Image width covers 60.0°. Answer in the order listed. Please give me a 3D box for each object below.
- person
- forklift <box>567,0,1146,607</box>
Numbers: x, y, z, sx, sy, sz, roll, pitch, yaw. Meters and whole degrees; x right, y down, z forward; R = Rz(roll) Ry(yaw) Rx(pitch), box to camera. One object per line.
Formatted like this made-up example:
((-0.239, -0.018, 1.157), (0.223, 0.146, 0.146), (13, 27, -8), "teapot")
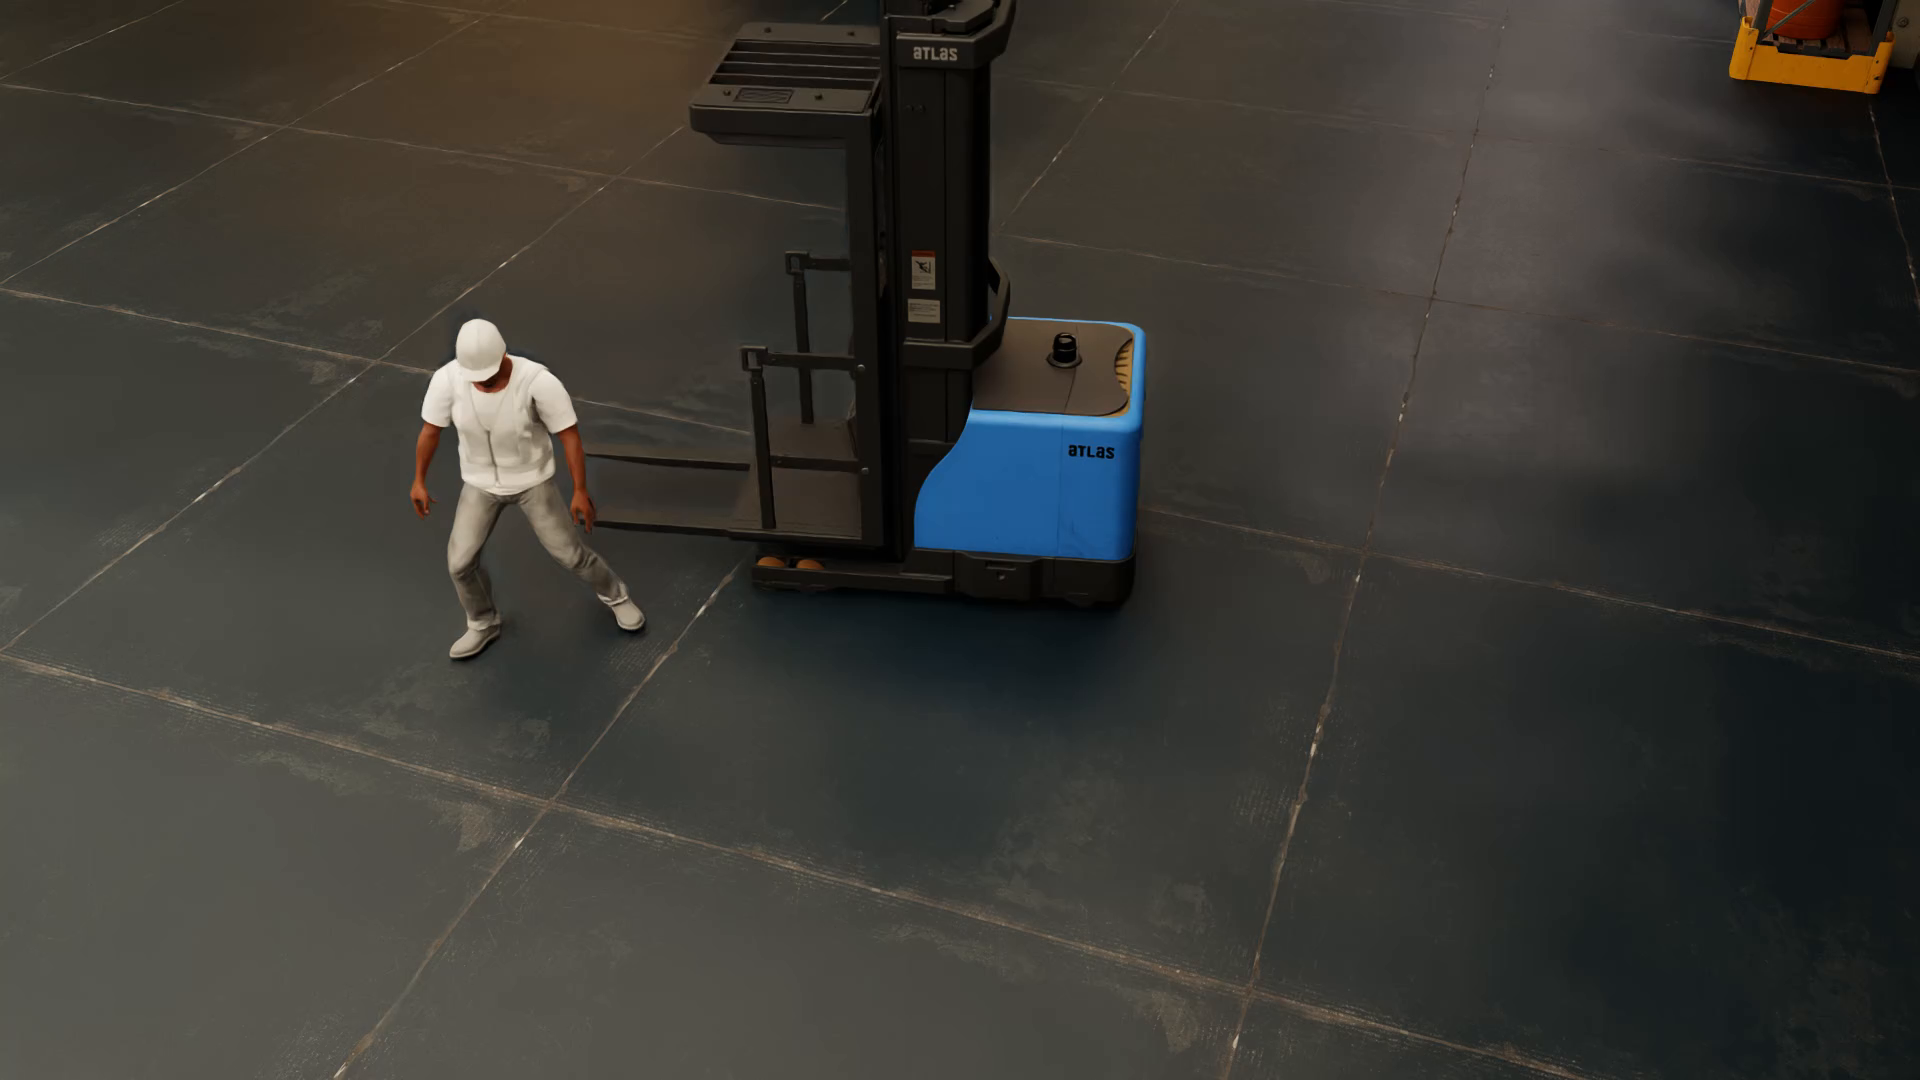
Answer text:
((-2.009, -0.236, 7.535), (0.972, 1.680, 0.547), (2, 35, 3), "person")
((-0.611, -1.231, 7.847), (3.031, 2.935, 1.130), (4, 36, 5), "forklift")
